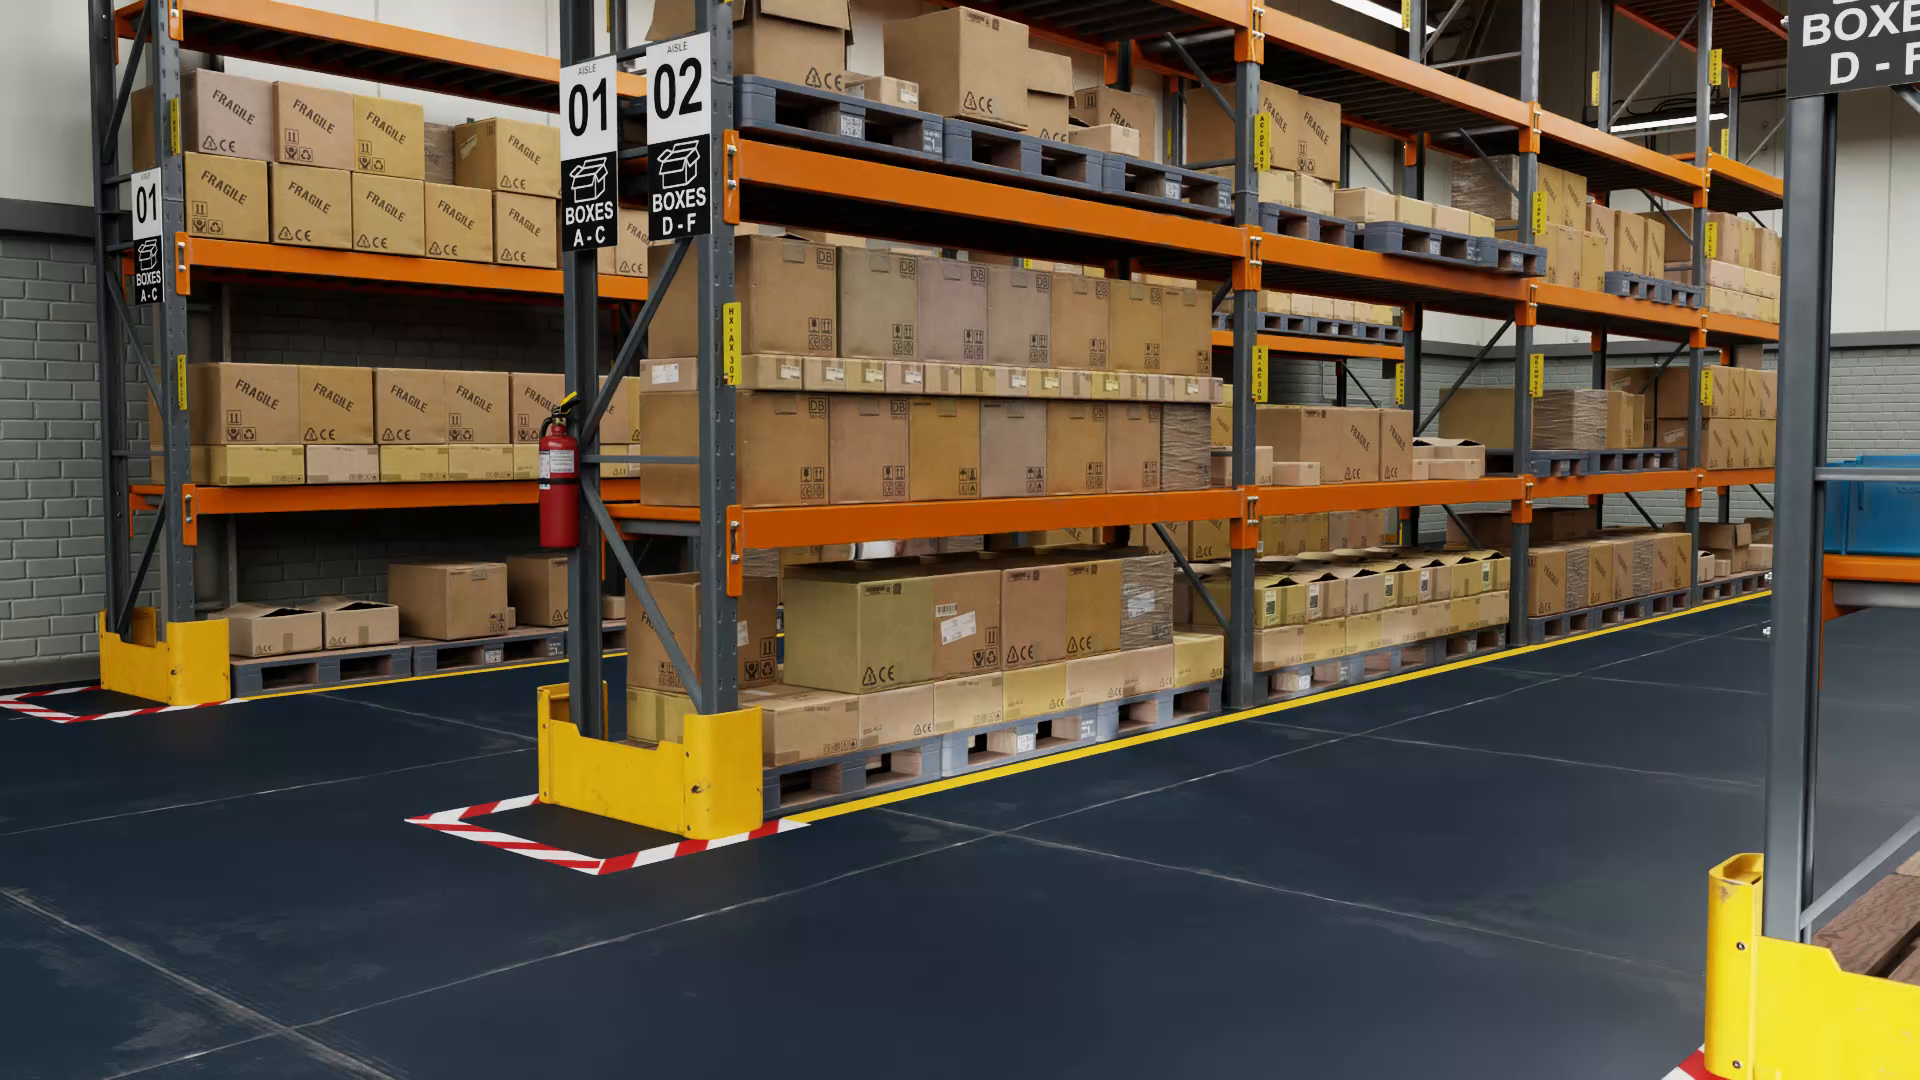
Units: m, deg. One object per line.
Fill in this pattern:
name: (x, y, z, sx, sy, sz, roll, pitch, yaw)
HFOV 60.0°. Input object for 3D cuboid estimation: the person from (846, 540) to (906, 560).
person: (-0.647, -0.039, 12.394, 0.439, 1.808, 0.630, -3, 5, -42)
